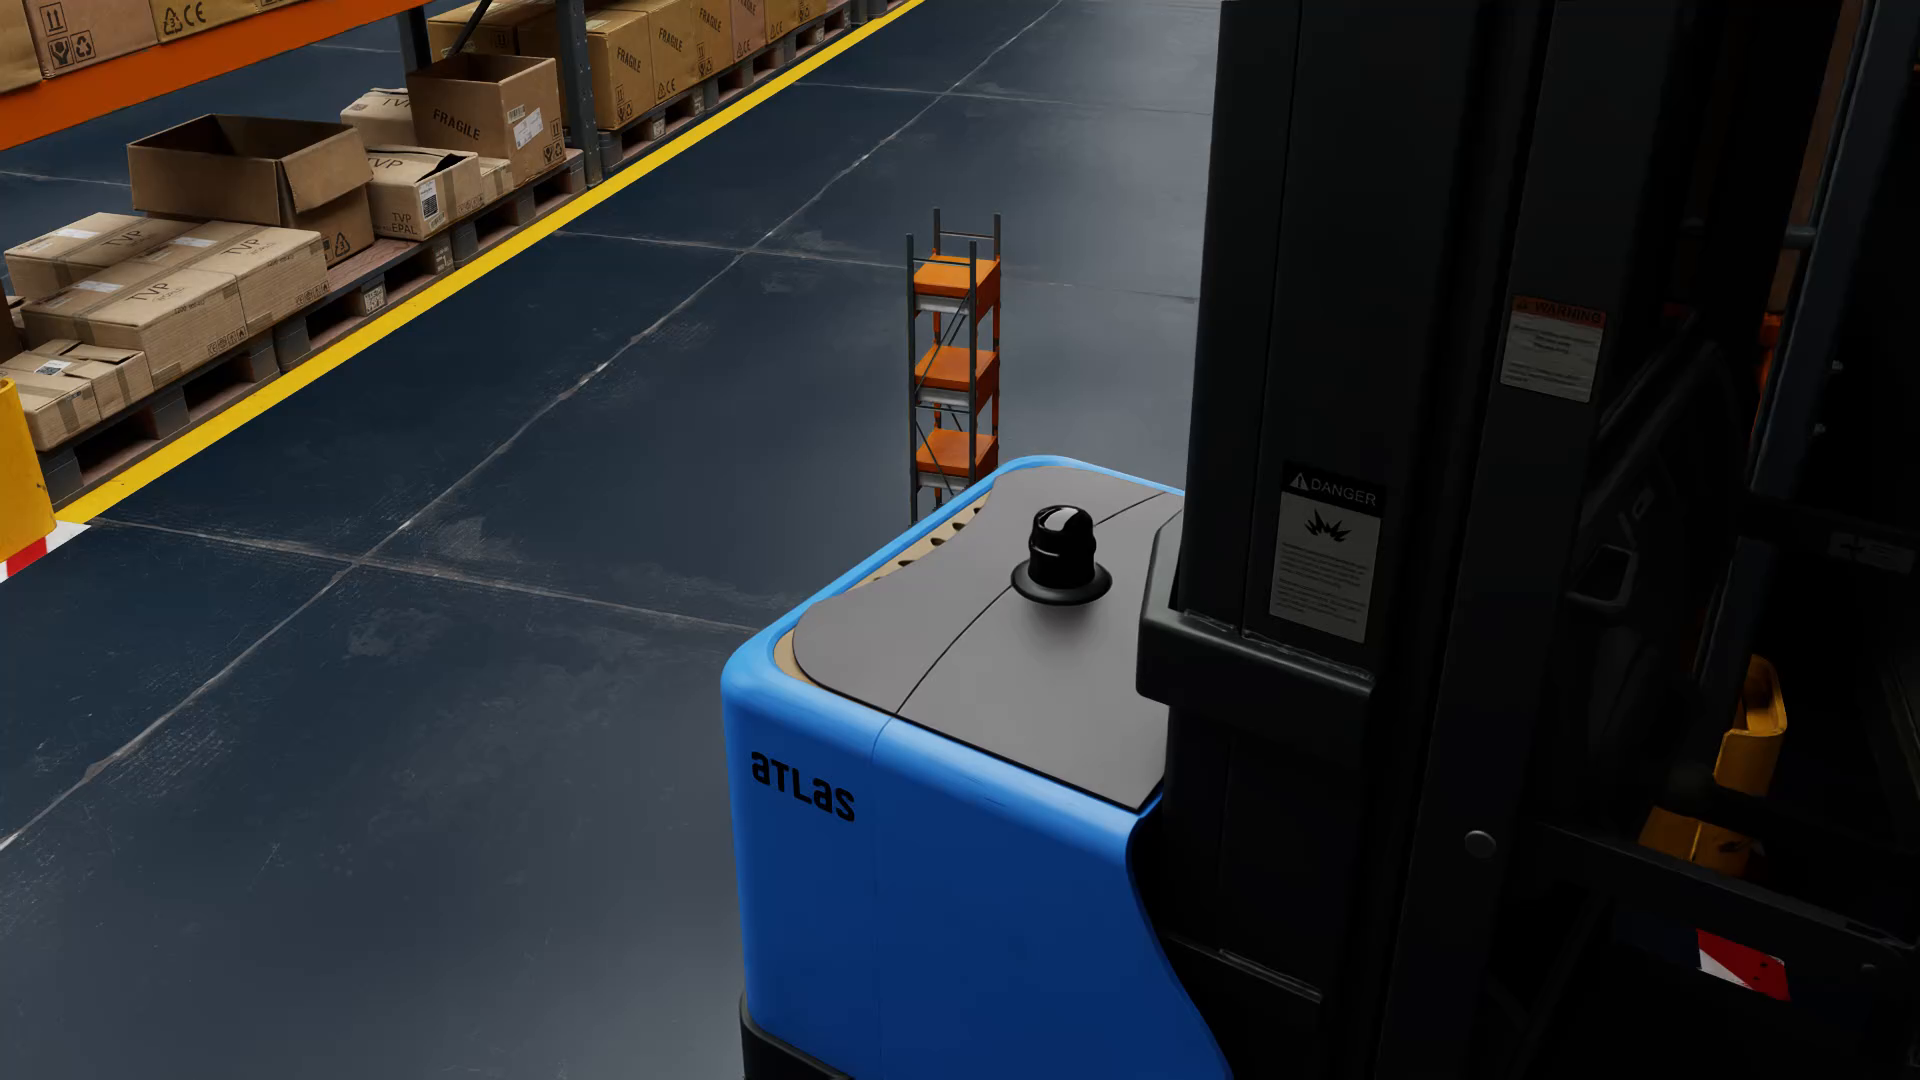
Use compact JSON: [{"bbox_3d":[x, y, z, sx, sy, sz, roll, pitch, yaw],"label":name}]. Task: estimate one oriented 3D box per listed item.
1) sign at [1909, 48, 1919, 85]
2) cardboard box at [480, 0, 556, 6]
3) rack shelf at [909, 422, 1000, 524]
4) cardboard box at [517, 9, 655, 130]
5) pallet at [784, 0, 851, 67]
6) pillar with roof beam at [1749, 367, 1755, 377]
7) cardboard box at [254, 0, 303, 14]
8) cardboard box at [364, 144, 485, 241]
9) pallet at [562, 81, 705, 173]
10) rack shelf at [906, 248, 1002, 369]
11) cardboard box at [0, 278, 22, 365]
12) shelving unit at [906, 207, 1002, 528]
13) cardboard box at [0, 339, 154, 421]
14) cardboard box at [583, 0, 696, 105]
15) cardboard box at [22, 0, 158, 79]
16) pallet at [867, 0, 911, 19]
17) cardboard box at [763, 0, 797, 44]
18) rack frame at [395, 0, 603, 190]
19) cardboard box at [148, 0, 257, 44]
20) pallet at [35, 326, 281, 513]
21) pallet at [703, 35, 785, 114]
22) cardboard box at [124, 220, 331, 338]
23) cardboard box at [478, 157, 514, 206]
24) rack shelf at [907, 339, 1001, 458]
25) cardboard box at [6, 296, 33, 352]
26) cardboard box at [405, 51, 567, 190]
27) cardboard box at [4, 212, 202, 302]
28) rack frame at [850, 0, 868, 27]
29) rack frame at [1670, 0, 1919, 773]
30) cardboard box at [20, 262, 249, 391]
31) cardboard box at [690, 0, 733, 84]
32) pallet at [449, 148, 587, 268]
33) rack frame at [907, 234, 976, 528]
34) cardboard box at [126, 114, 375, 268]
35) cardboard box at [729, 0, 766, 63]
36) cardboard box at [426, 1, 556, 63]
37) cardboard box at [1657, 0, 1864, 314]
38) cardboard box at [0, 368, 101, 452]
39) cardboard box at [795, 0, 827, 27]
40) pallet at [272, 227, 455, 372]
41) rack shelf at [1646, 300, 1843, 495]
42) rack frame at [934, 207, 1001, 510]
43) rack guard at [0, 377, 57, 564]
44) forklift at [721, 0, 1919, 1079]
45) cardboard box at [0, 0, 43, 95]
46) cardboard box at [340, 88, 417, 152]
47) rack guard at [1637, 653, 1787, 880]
[{"bbox_3d":[1.760,-0.960,2.919,0.100,0.325,0.005,8,30,15],"label":"sign"},{"bbox_3d":[-2.308,-2.792,9.302,0.500,0.500,0.500,9,30,15],"label":"cardboard box"},{"bbox_3d":[-0.016,-0.182,5.090,0.215,0.259,0.240,8,30,15],"label":"rack shelf"},{"bbox_3d":[-1.957,-2.483,8.747,0.500,0.500,0.500,7,30,13],"label":"cardboard box"},{"bbox_3d":[-1.413,-3.492,11.310,1.003,0.211,1.213,8,30,15],"label":"pallet"},{"bbox_3d":[-1.089,-5.275,5.476,9.100,9.000,0.400,8,30,15],"label":"pillar with roof beam"},{"bbox_3d":[-2.679,-2.252,6.110,0.500,0.500,0.500,9,30,16],"label":"cardboard box"},{"bbox_3d":[-2.448,-1.557,7.276,0.500,0.311,0.500,8,30,15],"label":"cardboard box"},{"bbox_3d":[-2.129,-2.358,9.272,1.003,0.211,1.213,8,30,15],"label":"pallet"},{"bbox_3d":[-0.016,-0.673,4.817,0.215,0.259,0.240,8,30,15],"label":"rack shelf"},{"bbox_3d":[-3.582,-0.722,5.581,0.500,0.500,0.500,8,30,15],"label":"cardboard box"},{"bbox_3d":[-0.016,-0.434,4.950,0.215,1.050,0.252,8,30,15],"label":"shelving unit"},{"bbox_3d":[-2.981,-0.550,5.616,0.380,0.166,0.250,8,30,15],"label":"cardboard box"},{"bbox_3d":[-1.811,-2.733,9.196,0.500,0.500,0.500,9,30,16],"label":"cardboard box"},{"bbox_3d":[-2.977,-1.787,5.274,0.500,0.500,0.500,8,30,14],"label":"cardboard box"},{"bbox_3d":[-0.879,-4.211,12.602,1.003,0.211,1.213,8,30,15],"label":"pallet"},{"bbox_3d":[-1.360,-3.444,10.473,0.500,0.500,0.500,7,30,13],"label":"cardboard box"},{"bbox_3d":[-2.332,-3.193,7.905,1.000,3.000,0.127,8,30,15],"label":"rack frame"},{"bbox_3d":[-2.827,-2.020,5.693,0.500,0.500,0.500,8,30,15],"label":"cardboard box"},{"bbox_3d":[-3.250,-0.522,5.971,1.003,0.211,1.213,8,30,15],"label":"pallet"},{"bbox_3d":[-1.773,-2.927,10.294,1.003,0.211,1.213,8,30,15],"label":"pallet"},{"bbox_3d":[-2.781,-1.002,6.342,0.500,0.250,0.500,8,30,15],"label":"cardboard box"},{"bbox_3d":[-2.280,-1.652,7.613,0.380,0.149,0.250,8,30,15],"label":"cardboard box"},{"bbox_3d":[-0.016,-0.425,4.955,0.215,0.259,0.240,8,30,15],"label":"rack shelf"},{"bbox_3d":[-3.377,-0.752,5.978,0.380,0.166,0.250,8,30,15],"label":"cardboard box"},{"bbox_3d":[-2.228,-1.988,7.857,0.500,0.500,0.500,8,30,15],"label":"cardboard box"},{"bbox_3d":[-3.274,-1.050,6.428,0.500,0.250,0.500,8,30,15],"label":"cardboard box"},{"bbox_3d":[-1.157,-5.052,11.246,1.000,3.000,0.127,8,30,15],"label":"rack frame"},{"bbox_3d":[1.231,-0.629,3.296,1.000,3.000,0.127,8,30,15],"label":"rack frame"},{"bbox_3d":[-2.928,-0.770,5.924,0.500,0.250,0.500,8,30,15],"label":"cardboard box"},{"bbox_3d":[-1.657,-2.964,9.611,0.500,0.500,0.500,9,30,15],"label":"cardboard box"},{"bbox_3d":[-2.534,-1.656,8.009,1.003,0.211,1.213,8,30,15],"label":"pallet"},{"bbox_3d":[-0.052,-0.377,4.848,0.200,1.050,0.008,8,30,15],"label":"rack frame"},{"bbox_3d":[-2.878,-1.421,6.834,0.797,0.503,0.637,8,30,15],"label":"cardboard box"},{"bbox_3d":[-1.508,-3.199,10.033,0.500,0.500,0.500,7,30,13],"label":"cardboard box"},{"bbox_3d":[-2.461,-2.563,8.891,0.500,0.500,0.500,8,30,15],"label":"cardboard box"},{"bbox_3d":[1.371,-0.999,3.651,0.980,0.700,0.700,10,31,17],"label":"cardboard box"},{"bbox_3d":[-3.054,-0.426,5.411,0.380,0.149,0.250,8,30,15],"label":"cardboard box"},{"bbox_3d":[-1.208,-3.684,10.906,0.500,0.500,0.500,10,31,17],"label":"cardboard box"},{"bbox_3d":[-2.890,-1.087,6.987,1.003,0.211,1.213,8,30,15],"label":"pallet"},{"bbox_3d":[1.818,-1.244,5.141,1.077,0.370,4.000,8,30,15],"label":"rack shelf"},{"bbox_3d":[0.020,-0.491,5.052,0.200,1.050,0.008,8,30,15],"label":"rack frame"},{"bbox_3d":[-3.483,-0.277,5.234,1.175,0.500,0.348,8,30,15],"label":"rack guard"},{"bbox_3d":[1.100,0.057,2.133,3.031,2.935,1.130,18,34,29],"label":"forklift"},{"bbox_3d":[-3.123,-1.547,4.842,0.500,0.500,0.500,9,30,16],"label":"cardboard box"},{"bbox_3d":[-2.662,-2.046,8.156,0.500,0.311,0.500,8,30,15],"label":"cardboard box"},{"bbox_3d":[1.224,0.474,3.883,1.175,0.500,0.348,8,30,15],"label":"rack guard"}]
